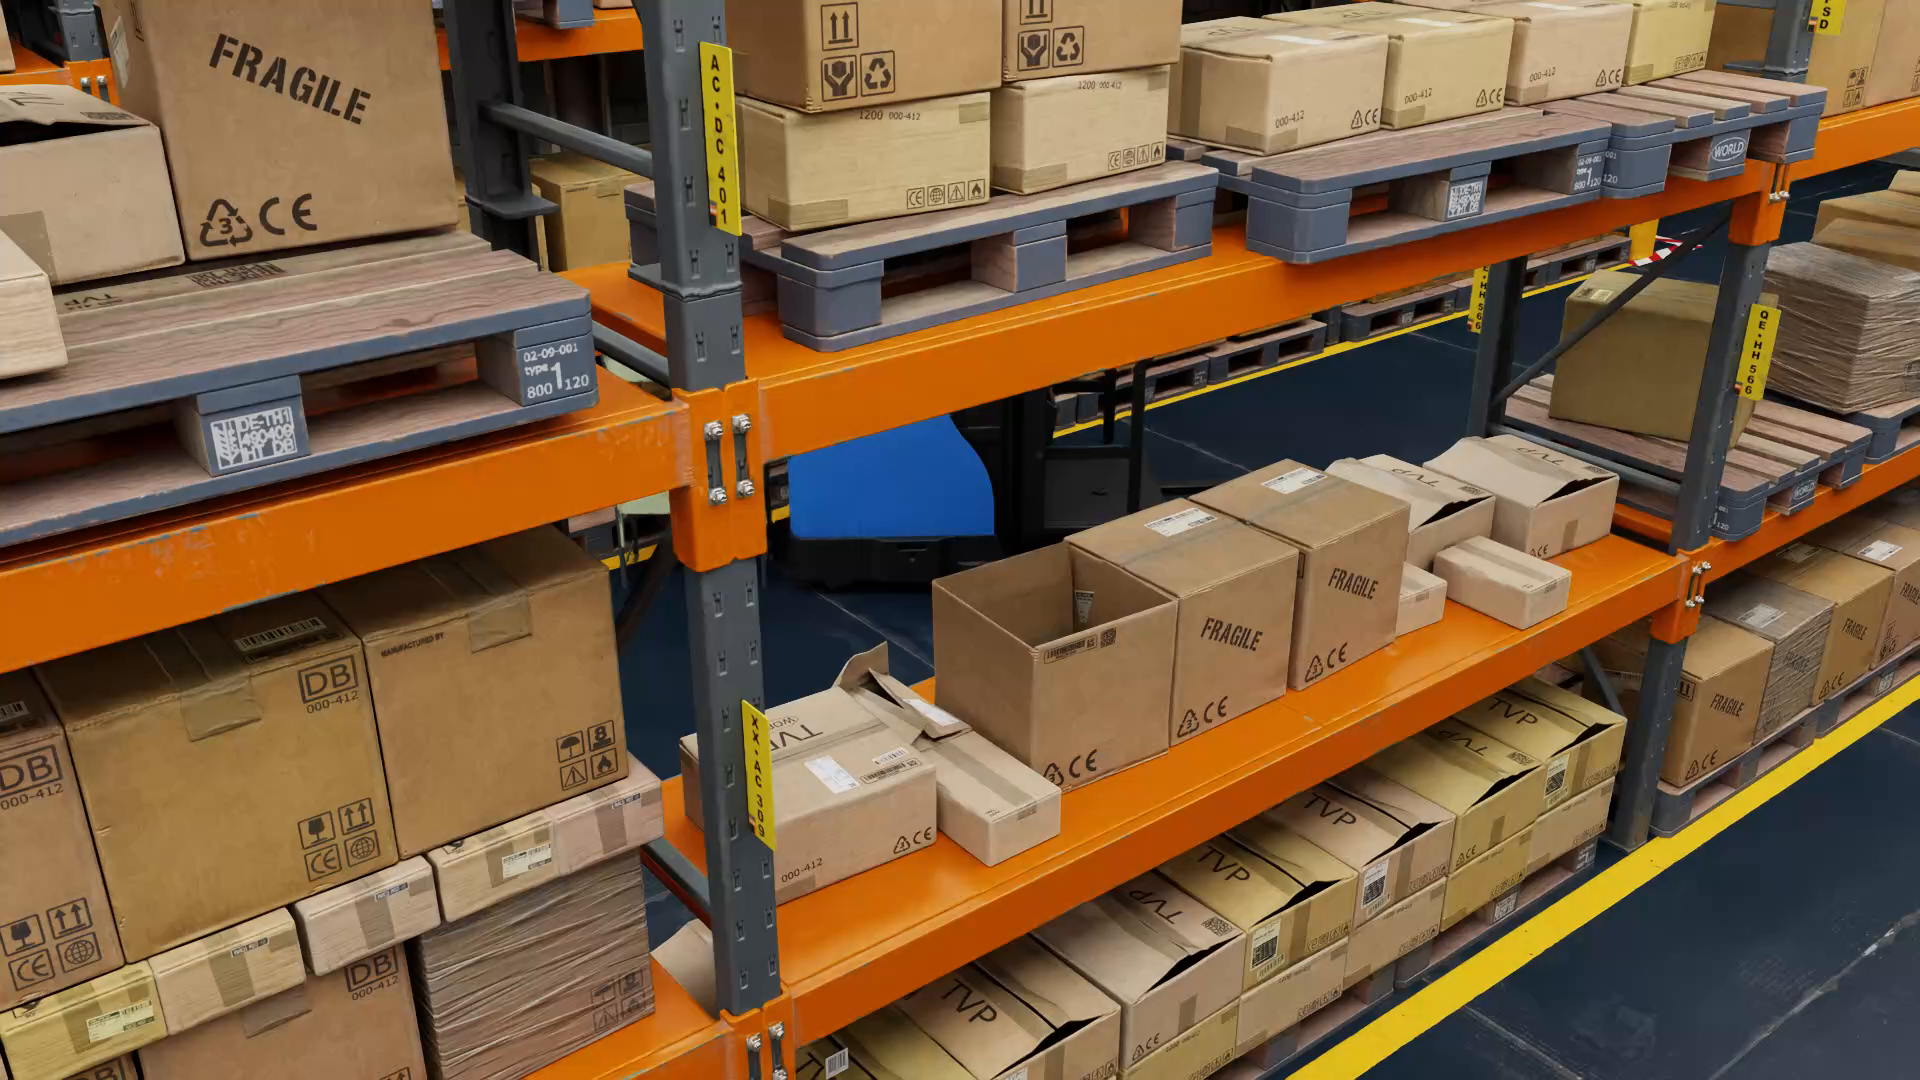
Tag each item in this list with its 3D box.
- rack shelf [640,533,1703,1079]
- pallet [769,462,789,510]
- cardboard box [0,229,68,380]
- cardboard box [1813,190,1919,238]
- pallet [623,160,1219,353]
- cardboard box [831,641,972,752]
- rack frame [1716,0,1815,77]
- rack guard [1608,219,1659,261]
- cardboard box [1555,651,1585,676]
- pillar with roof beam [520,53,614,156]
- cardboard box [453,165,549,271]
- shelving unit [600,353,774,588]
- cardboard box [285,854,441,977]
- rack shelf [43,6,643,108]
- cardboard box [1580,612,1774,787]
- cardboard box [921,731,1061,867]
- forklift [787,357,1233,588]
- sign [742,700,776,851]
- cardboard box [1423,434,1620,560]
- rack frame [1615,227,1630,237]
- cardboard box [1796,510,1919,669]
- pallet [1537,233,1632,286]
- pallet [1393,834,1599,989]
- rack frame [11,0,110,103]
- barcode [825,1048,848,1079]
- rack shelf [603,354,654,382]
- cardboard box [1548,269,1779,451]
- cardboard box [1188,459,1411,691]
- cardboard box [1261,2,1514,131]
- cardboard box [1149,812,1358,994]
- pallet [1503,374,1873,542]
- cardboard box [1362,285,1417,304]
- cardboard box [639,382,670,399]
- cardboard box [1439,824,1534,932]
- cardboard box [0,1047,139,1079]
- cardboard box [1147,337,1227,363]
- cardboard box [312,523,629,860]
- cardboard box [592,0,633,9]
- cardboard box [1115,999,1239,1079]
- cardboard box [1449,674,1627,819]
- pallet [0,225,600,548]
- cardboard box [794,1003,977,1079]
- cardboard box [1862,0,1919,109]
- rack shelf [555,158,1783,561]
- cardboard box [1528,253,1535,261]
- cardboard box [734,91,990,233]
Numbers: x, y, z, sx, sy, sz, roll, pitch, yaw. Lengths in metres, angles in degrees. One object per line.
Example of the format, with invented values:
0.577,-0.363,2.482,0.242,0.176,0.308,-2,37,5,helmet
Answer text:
0.808,0.548,5.360,4.000,0.370,1.077,-18,31,-34,rack shelf
-1.294,-0.470,10.013,1.213,0.211,1.003,-18,31,-34,pallet
-1.546,-0.355,2.523,0.250,0.149,0.380,-18,31,-34,cardboard box
4.517,-1.324,7.922,0.500,0.500,0.700,-13,28,-26,cardboard box
-0.080,-0.766,4.001,1.217,0.209,0.805,-20,31,-36,pallet
-0.187,0.513,4.741,0.258,0.266,0.396,-19,31,-35,cardboard box
2.382,-3.019,5.065,0.127,3.000,1.000,-18,31,-34,rack frame
5.636,-2.888,14.879,0.348,0.500,1.175,-18,31,-34,rack guard
2.973,0.316,7.453,0.500,0.500,0.500,-17,30,-32,cardboard box
0.422,-3.182,5.416,0.400,9.000,9.100,-18,31,-34,pillar with roof beam
-2.461,-1.589,8.469,0.500,0.500,0.700,-14,28,-27,cardboard box
-1.391,-0.512,8.571,0.755,1.500,0.431,0,25,0,shelving unit
-1.248,0.676,3.341,0.250,0.149,0.380,-19,31,-35,cardboard box
-2.252,-2.452,8.263,4.000,0.370,1.077,-18,31,-34,rack shelf
2.916,0.613,6.813,0.500,0.500,0.500,-17,30,-32,cardboard box
0.057,0.693,4.492,0.250,0.149,0.380,-18,31,-34,cardboard box
0.604,-1.299,8.567,3.031,2.935,1.130,-1,25,-3,forklift
-0.422,0.496,3.495,0.005,0.325,0.100,-18,31,-34,sign
2.069,-0.177,6.175,0.500,0.311,0.500,-16,29,-31,cardboard box
5.617,-4.016,14.340,0.127,3.000,1.000,-18,31,-34,rack frame
4.130,0.209,7.683,0.500,0.500,0.500,-19,31,-36,cardboard box
5.036,-2.517,14.423,1.213,0.211,1.003,-18,31,-34,pallet
1.710,1.168,6.482,1.213,0.211,1.003,-18,31,-34,pallet
-3.826,-0.899,7.623,0.127,3.000,1.000,-18,31,-34,rack frame
-0.308,1.312,4.166,0.075,0.075,0.001,-18,31,-34,barcode
-1.391,-0.866,8.406,0.720,0.370,0.431,0,25,0,rack shelf
2.808,-0.734,6.652,0.700,0.500,0.500,15,29,29,cardboard box
1.071,0.098,5.356,0.500,0.500,0.500,-20,32,-37,cardboard box
1.201,-1.357,4.727,0.500,0.250,0.500,-19,31,-35,cardboard box
0.922,1.119,5.377,0.500,0.311,0.500,-17,30,-33,cardboard box
2.872,-0.410,6.798,1.003,0.211,1.213,-18,31,-34,pallet
3.121,-2.194,12.884,0.500,0.500,0.700,-18,30,-33,cardboard box
-1.700,-1.012,9.423,0.500,0.250,0.500,-18,30,-33,cardboard box
1.715,1.112,6.059,0.500,0.250,0.500,-19,31,-35,cardboard box
-1.919,1.082,3.238,0.500,0.500,0.700,-18,30,-33,cardboard box
1.341,-1.748,11.509,0.750,0.750,0.750,-17,30,-33,cardboard box
-1.111,0.225,3.542,0.500,0.500,0.700,-18,30,-34,cardboard box
-1.755,-3.048,8.545,0.637,0.503,0.797,-14,28,-27,cardboard box
0.513,1.508,5.206,0.500,0.250,0.500,-19,31,-36,cardboard box
2.122,0.722,6.232,0.500,0.311,0.500,-17,30,-33,cardboard box
-1.421,-0.349,2.981,1.213,0.211,1.003,-18,31,-34,pallet
-0.287,1.519,4.515,0.500,0.311,0.500,-18,30,-34,cardboard box
3.106,-1.961,6.229,0.500,0.500,0.910,-18,31,-34,cardboard box
0.808,-0.812,4.729,4.000,0.370,1.077,-18,31,-34,rack shelf
4.339,-2.597,13.752,0.500,0.500,0.700,-19,31,-36,cardboard box
-0.275,-0.899,3.739,0.500,0.250,0.500,-15,29,-29,cardboard box
